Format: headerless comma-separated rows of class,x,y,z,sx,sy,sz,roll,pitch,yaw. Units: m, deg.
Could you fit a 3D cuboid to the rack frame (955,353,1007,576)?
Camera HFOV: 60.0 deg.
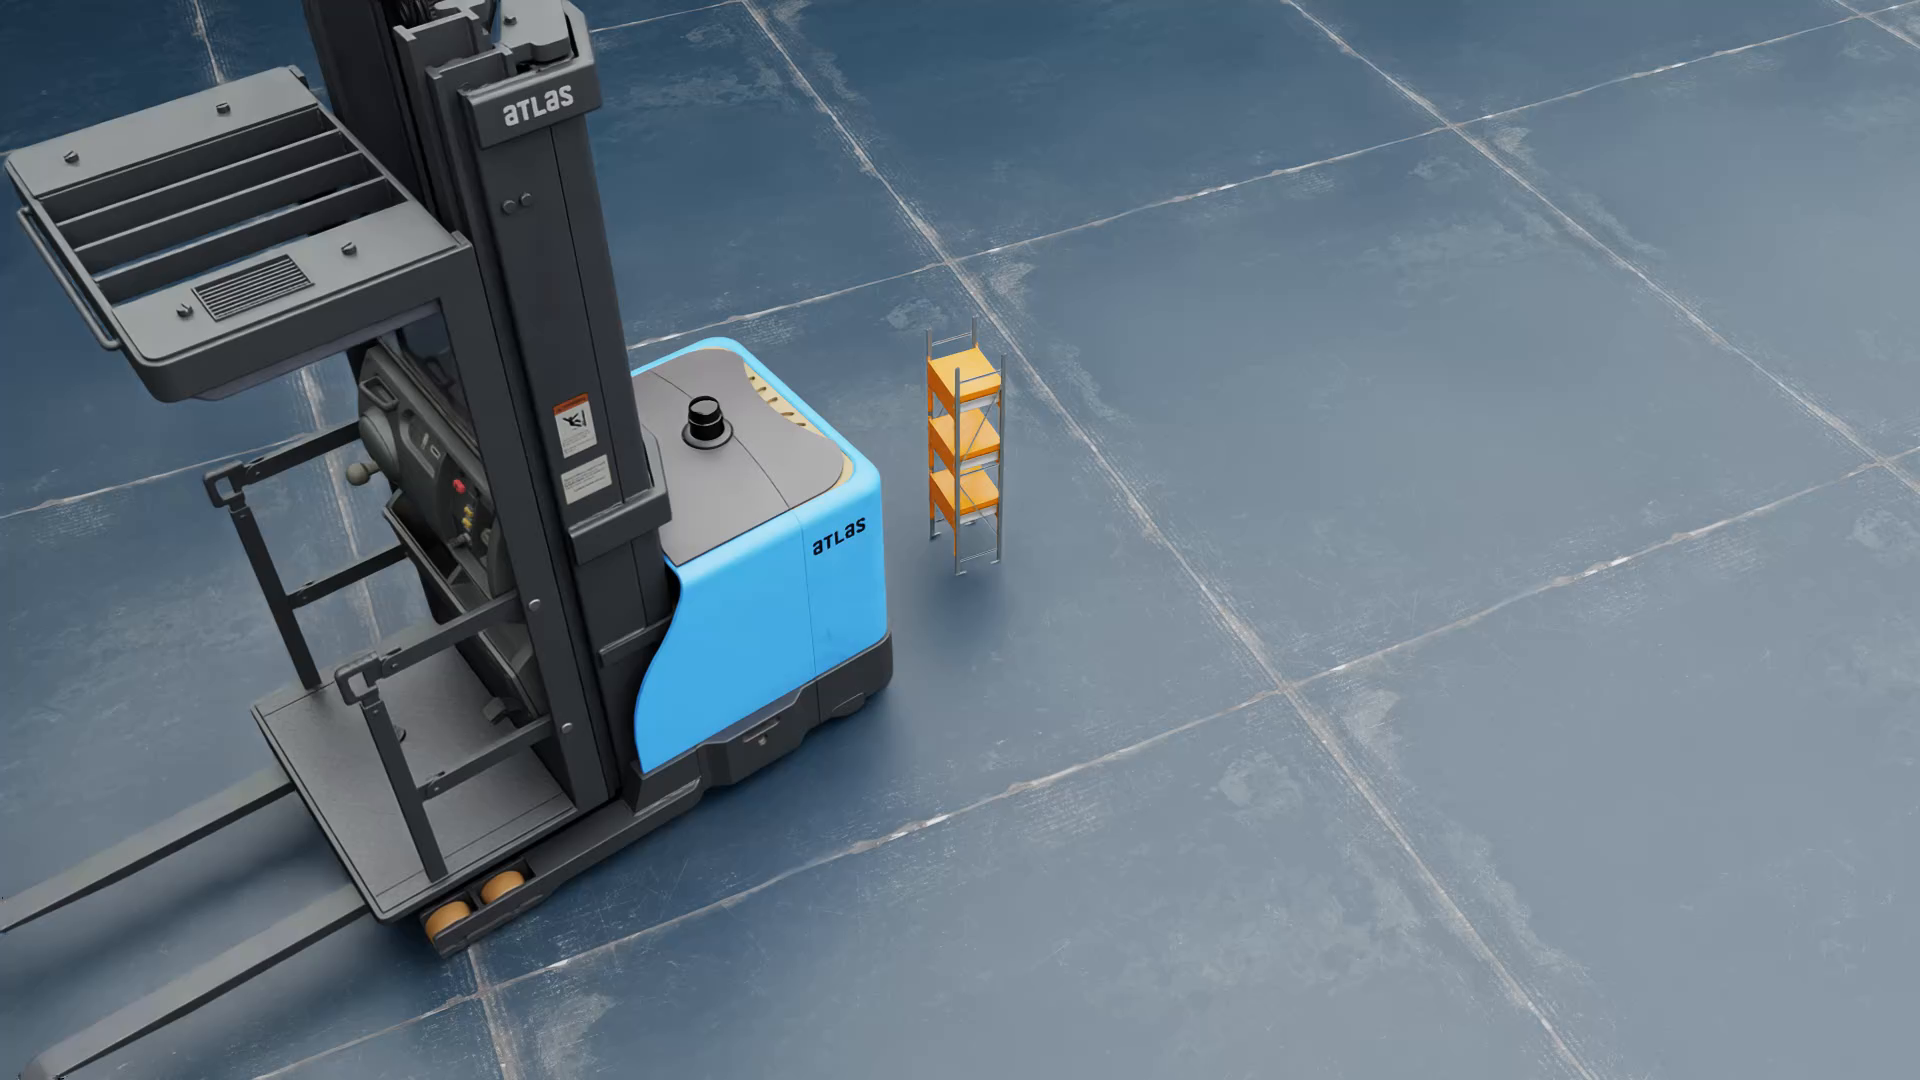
rack frame,0.074,-0.262,6.268,0.200,1.050,0.008,-18,47,-17

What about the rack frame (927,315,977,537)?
rack frame,-0.029,-0.417,6.425,0.200,1.050,0.008,-18,47,-17

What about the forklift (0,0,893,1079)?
forklift,-1.722,-0.132,4.797,3.031,2.935,1.130,-29,51,-26

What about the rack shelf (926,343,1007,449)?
rack shelf,0.022,-0.534,6.155,0.215,0.259,0.240,-18,47,-17

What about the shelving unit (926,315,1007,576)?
shelving unit,0.022,-0.340,6.347,0.215,1.050,0.252,-18,47,-17

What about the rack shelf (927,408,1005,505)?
rack shelf,0.022,-0.332,6.354,0.215,0.259,0.240,-18,47,-17

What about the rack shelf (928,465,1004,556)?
rack shelf,0.022,-0.134,6.549,0.215,0.259,0.240,-18,47,-17
